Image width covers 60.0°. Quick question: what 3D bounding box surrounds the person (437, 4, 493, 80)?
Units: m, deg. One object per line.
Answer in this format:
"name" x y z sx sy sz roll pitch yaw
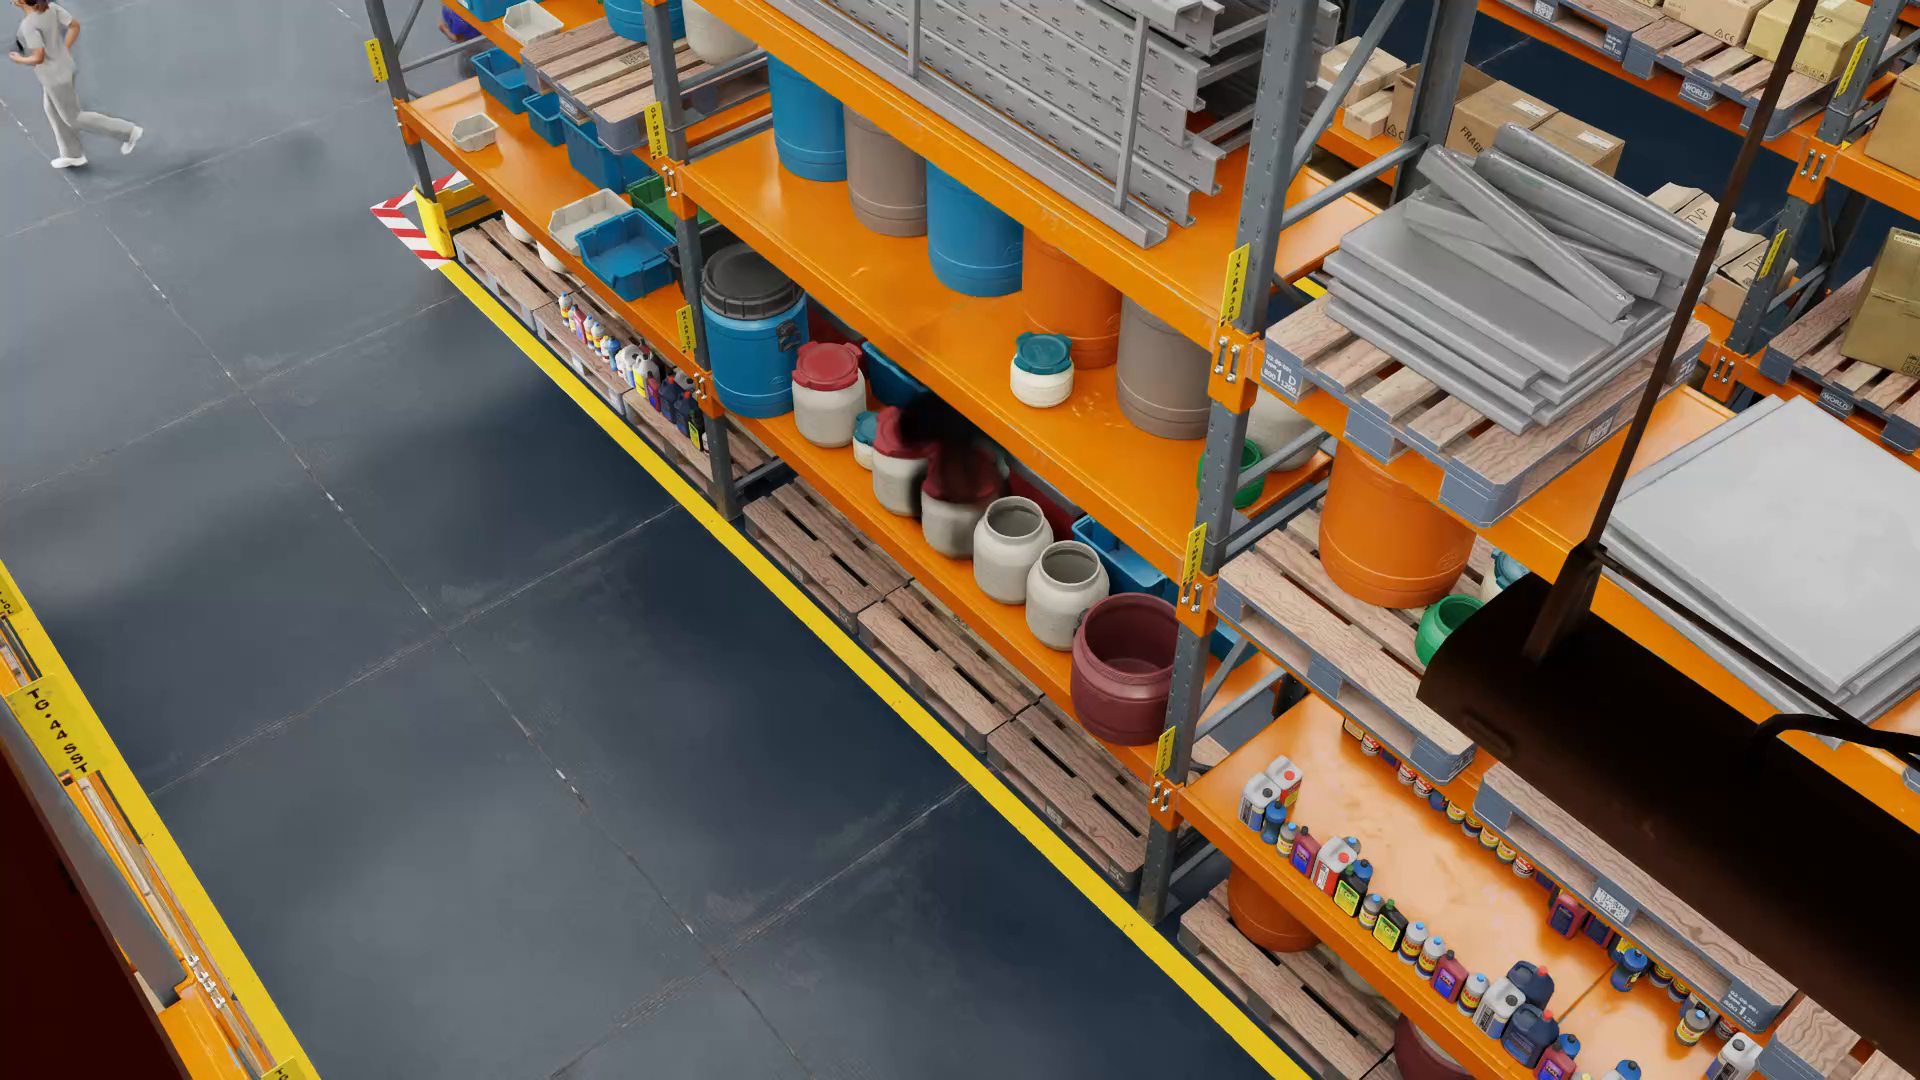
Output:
"person" -3.982 -4.051 13.724 0.587 1.646 0.586 0 46 0

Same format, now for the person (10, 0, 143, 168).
"person" -7.203 -3.723 13.378 0.851 1.673 0.561 -2 47 -2
